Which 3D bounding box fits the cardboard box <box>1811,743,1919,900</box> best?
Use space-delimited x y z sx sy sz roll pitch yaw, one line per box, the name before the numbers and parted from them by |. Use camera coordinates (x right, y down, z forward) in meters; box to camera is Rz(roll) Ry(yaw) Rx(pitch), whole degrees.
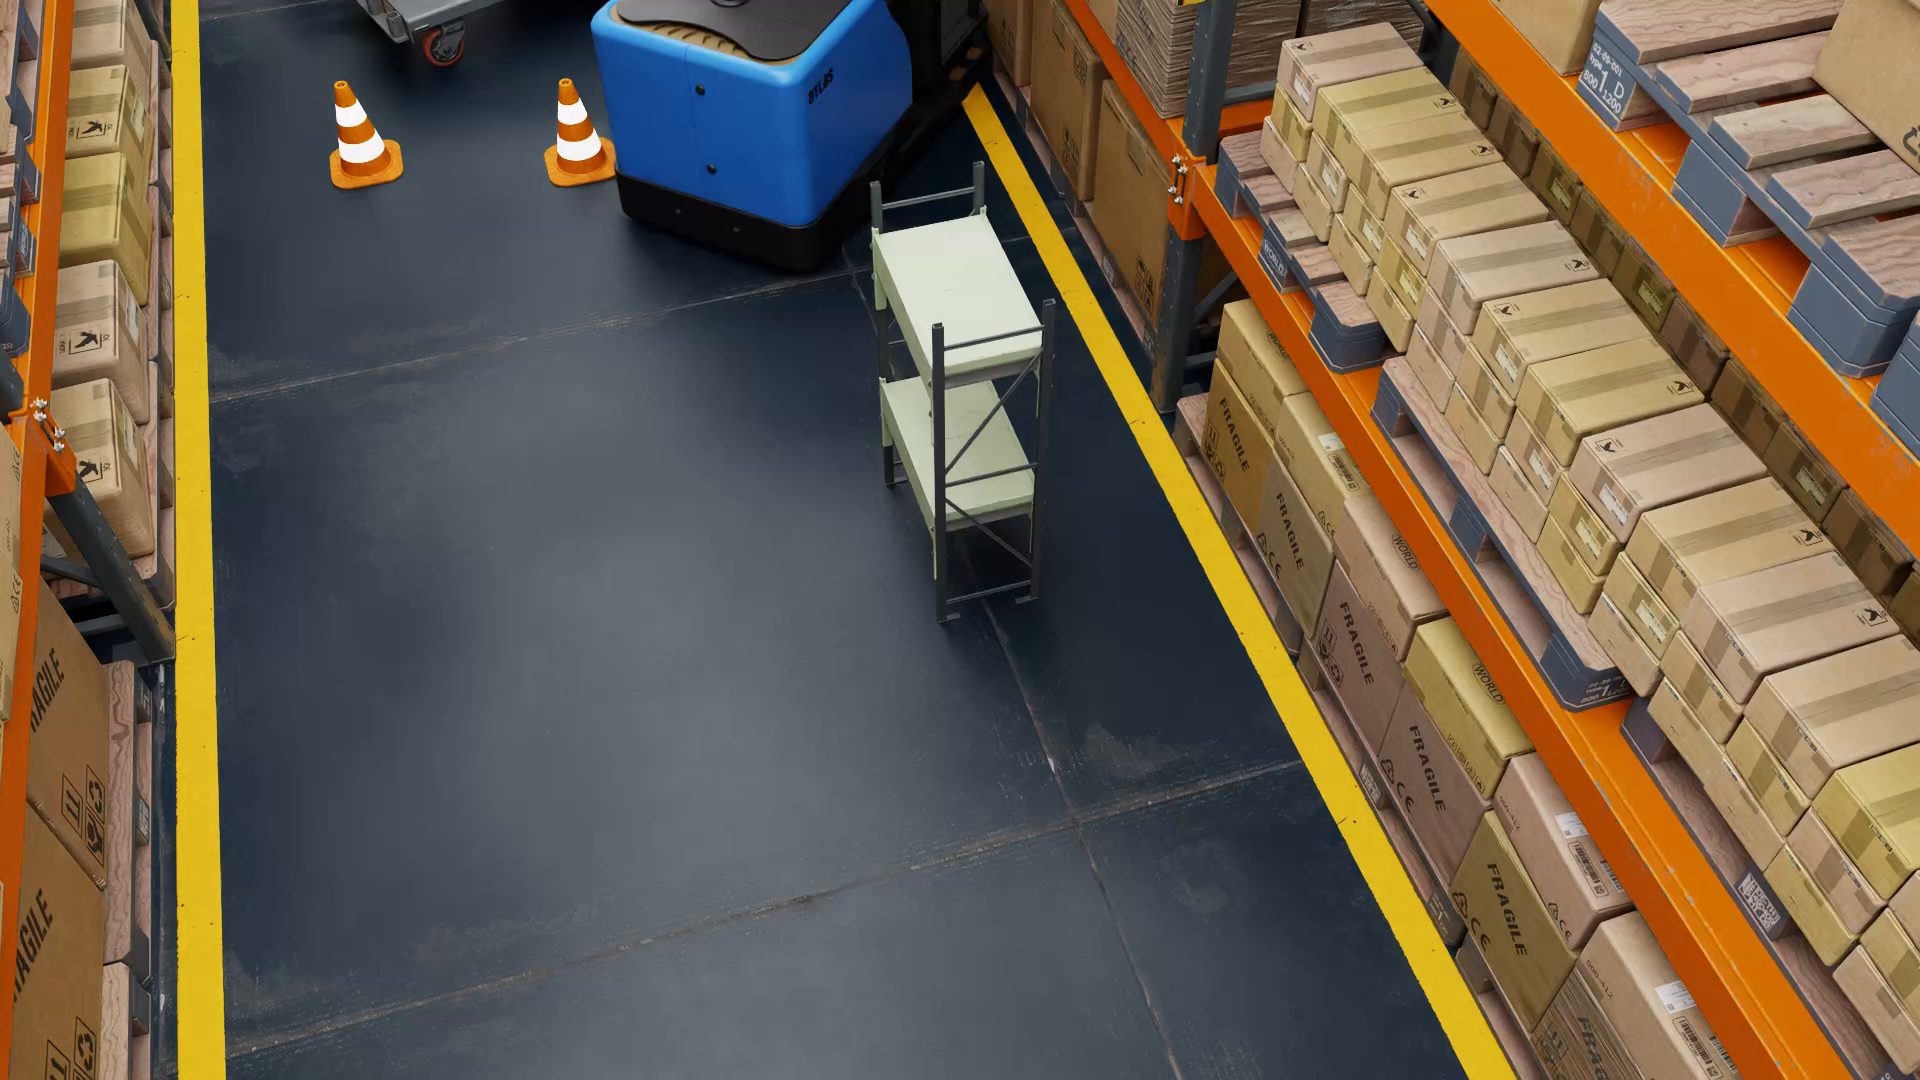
cardboard box | 2.096 0.584 3.586 0.380 0.149 0.250 -15 51 -12

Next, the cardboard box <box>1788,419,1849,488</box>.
cardboard box | 2.421 -0.307 4.337 0.380 0.149 0.250 -12 51 -10

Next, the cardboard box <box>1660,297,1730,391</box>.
cardboard box | 2.263 -0.597 4.776 0.380 0.149 0.250 -12 51 -10

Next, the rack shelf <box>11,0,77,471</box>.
rack shelf | -3.992 -1.682 6.466 1.077 0.370 4.000 -13 51 -11

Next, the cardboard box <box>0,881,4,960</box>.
cardboard box | -2.526 1.013 3.822 0.500 0.250 0.500 -14 51 -12

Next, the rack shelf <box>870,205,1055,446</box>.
rack shelf | -0.002 -0.740 5.672 0.431 0.370 0.720 -13 51 -11

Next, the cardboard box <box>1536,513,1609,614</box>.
cardboard box | 1.786 0.025 4.447 0.380 0.149 0.250 -11 51 -9

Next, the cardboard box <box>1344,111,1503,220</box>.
cardboard box | 1.400 -1.135 5.035 0.380 0.149 0.250 -14 51 -11

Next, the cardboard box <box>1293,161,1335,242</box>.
cardboard box | 1.317 -1.132 5.422 0.380 0.149 0.250 -11 51 -9

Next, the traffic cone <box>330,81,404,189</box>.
traffic cone | -2.879 -1.968 7.896 0.336 0.463 0.334 -13 51 -11

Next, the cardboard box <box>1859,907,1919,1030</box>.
cardboard box | 2.175 0.879 3.532 0.380 0.149 0.250 -12 51 -10

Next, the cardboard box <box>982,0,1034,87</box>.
cardboard box | 0.666 -2.840 8.168 1.050 0.750 0.750 -13 51 -11

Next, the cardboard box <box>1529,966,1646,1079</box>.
cardboard box | 2.021 1.462 4.706 0.500 0.500 0.500 -14 51 -12

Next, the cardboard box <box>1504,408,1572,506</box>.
cardboard box | 1.715 -0.262 4.494 0.380 0.149 0.250 -12 51 -10

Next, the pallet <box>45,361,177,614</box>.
pallet | -3.630 -0.126 6.508 1.003 0.211 1.213 -13 51 -11

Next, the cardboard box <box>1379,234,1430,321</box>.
cardboard box | 1.488 -0.822 4.966 0.380 0.149 0.250 -13 51 -11

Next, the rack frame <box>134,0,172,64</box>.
rack frame | -4.584 -3.375 7.423 1.000 3.000 0.127 -13 51 -11

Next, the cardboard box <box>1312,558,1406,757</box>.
cardboard box | 1.572 0.339 5.653 0.500 0.500 0.500 -14 51 -12

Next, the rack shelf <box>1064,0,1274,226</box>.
rack shelf | 0.707 -2.875 7.472 1.077 0.370 4.000 -13 51 -11

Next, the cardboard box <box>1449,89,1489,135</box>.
cardboard box | 1.883 -1.444 5.685 0.380 0.149 0.250 -13 51 -10

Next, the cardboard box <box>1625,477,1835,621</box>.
cardboard box | 1.874 0.023 4.059 0.380 0.149 0.250 -15 51 -12

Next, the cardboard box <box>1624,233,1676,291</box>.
cardboard box | 2.179 -0.891 4.830 0.380 0.149 0.250 -13 51 -11

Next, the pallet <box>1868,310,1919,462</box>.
pallet | 2.400 -0.106 2.828 1.213 0.211 1.003 -13 51 -11

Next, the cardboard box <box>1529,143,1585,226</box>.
cardboard box | 2.040 -1.153 5.245 0.380 0.149 0.250 -12 51 -10

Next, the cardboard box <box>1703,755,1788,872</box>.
cardboard box | 2.025 0.603 3.959 0.380 0.149 0.250 -13 51 -11

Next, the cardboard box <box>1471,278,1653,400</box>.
cardboard box | 1.640 -0.552 4.543 0.380 0.149 0.250 -12 51 -10

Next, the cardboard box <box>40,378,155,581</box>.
cardboard box | -3.558 -0.157 6.154 0.950 0.372 0.625 -16 52 -13

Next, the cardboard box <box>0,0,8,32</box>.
cardboard box | -3.751 -1.979 6.135 0.380 0.149 0.250 -12 51 -10

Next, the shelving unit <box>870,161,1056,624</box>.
shelving unit | -0.002 -0.488 5.970 0.431 1.500 0.755 -13 51 -11

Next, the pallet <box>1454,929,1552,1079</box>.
pallet | 2.249 1.606 5.048 1.003 0.211 1.213 -13 51 -11

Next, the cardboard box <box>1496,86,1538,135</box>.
cardboard box | 1.953 -1.454 5.304 0.380 0.149 0.250 -14 51 -11

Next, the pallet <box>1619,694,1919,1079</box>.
pallet | 2.394 0.746 4.074 1.003 0.211 1.213 -13 51 -11

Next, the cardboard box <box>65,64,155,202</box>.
cardboard box | -4.210 -1.756 7.502 0.950 0.372 0.625 -10 51 -9

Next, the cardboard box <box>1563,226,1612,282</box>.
cardboard box | 2.101 -0.892 5.219 0.380 0.149 0.250 -14 51 -11

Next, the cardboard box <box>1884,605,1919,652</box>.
cardboard box | 2.573 0.261 4.248 0.380 0.149 0.250 -13 51 -11

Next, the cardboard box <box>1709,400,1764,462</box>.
cardboard box | 2.341 -0.308 4.727 0.380 0.149 0.250 -15 52 -13

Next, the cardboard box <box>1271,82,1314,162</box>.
cardboard box | 1.249 -1.398 5.452 0.380 0.149 0.250 -11 51 -9

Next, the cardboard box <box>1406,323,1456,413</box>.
cardboard box | 1.559 -0.545 4.927 0.380 0.149 0.250 -12 51 -10

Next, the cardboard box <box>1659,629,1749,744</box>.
cardboard box | 1.940 0.306 4.015 0.380 0.149 0.250 -15 51 -12

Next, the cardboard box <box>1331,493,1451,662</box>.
cardboard box | 1.555 0.075 5.384 0.500 0.250 0.500 -13 51 -11

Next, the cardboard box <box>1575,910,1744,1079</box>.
cardboard box | 2.019 1.217 4.422 0.500 0.250 0.500 -15 51 -12

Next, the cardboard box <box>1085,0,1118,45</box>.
cardboard box | 0.762 -2.311 6.461 0.500 0.500 0.500 -13 51 -11

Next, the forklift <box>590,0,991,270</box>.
forklift | -0.491 -3.300 7.404 1.130 2.935 3.031 20 53 16

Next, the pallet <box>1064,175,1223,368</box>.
pallet | 1.137 -1.340 7.532 1.003 0.211 1.213 -13 51 -11

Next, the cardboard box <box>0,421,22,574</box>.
cardboard box | -3.003 -0.094 4.755 0.500 0.250 0.500 -15 51 -12

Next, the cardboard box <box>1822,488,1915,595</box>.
cardboard box | 2.489 -0.030 4.298 0.380 0.149 0.250 -11 51 -10

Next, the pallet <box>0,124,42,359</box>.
pallet | -3.713 -0.888 5.452 1.213 0.211 1.003 -13 51 -11
